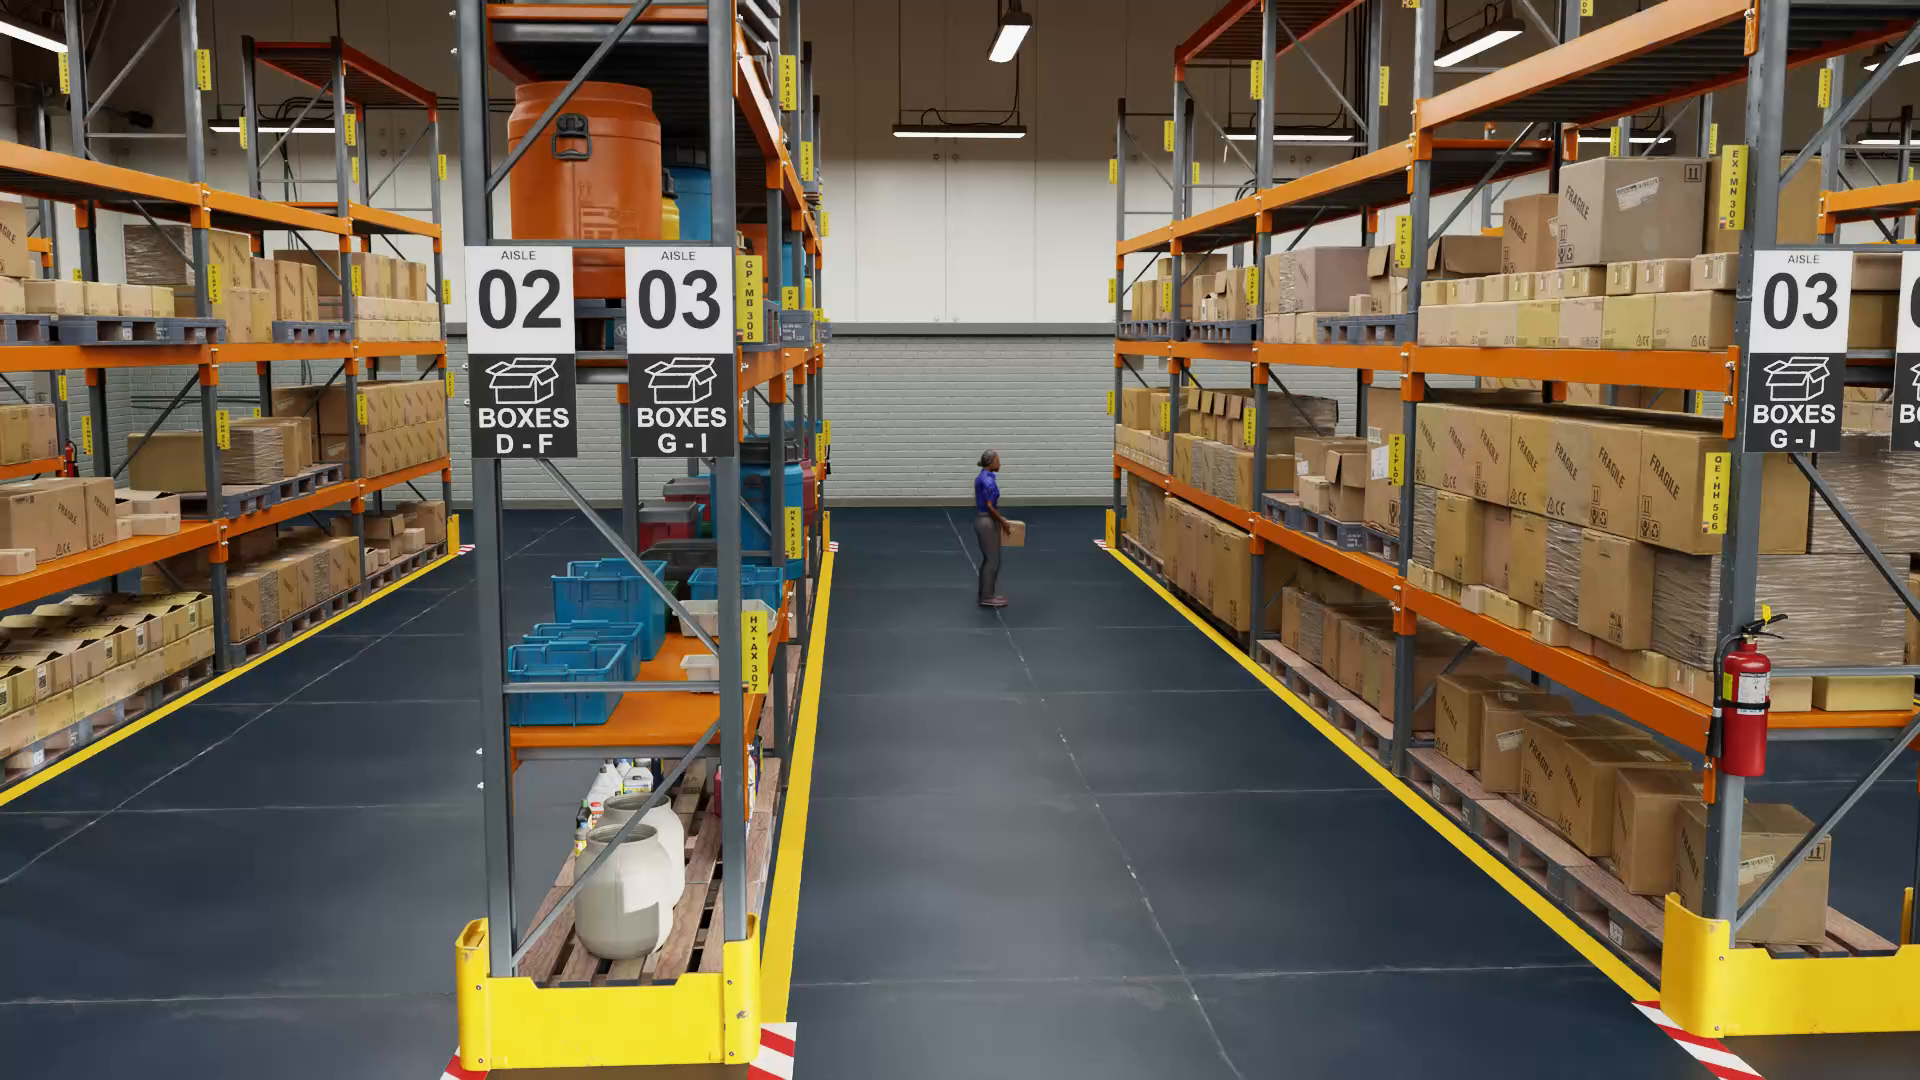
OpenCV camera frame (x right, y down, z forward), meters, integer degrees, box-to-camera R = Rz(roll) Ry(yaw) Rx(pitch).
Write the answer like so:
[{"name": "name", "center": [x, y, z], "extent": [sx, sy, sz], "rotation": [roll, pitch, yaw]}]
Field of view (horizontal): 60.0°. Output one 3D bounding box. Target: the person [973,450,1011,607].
[{"name": "person", "center": [0.345, -0.138, 17.869], "extent": [0.391, 1.662, 0.481], "rotation": [-1, 7, -5]}]
